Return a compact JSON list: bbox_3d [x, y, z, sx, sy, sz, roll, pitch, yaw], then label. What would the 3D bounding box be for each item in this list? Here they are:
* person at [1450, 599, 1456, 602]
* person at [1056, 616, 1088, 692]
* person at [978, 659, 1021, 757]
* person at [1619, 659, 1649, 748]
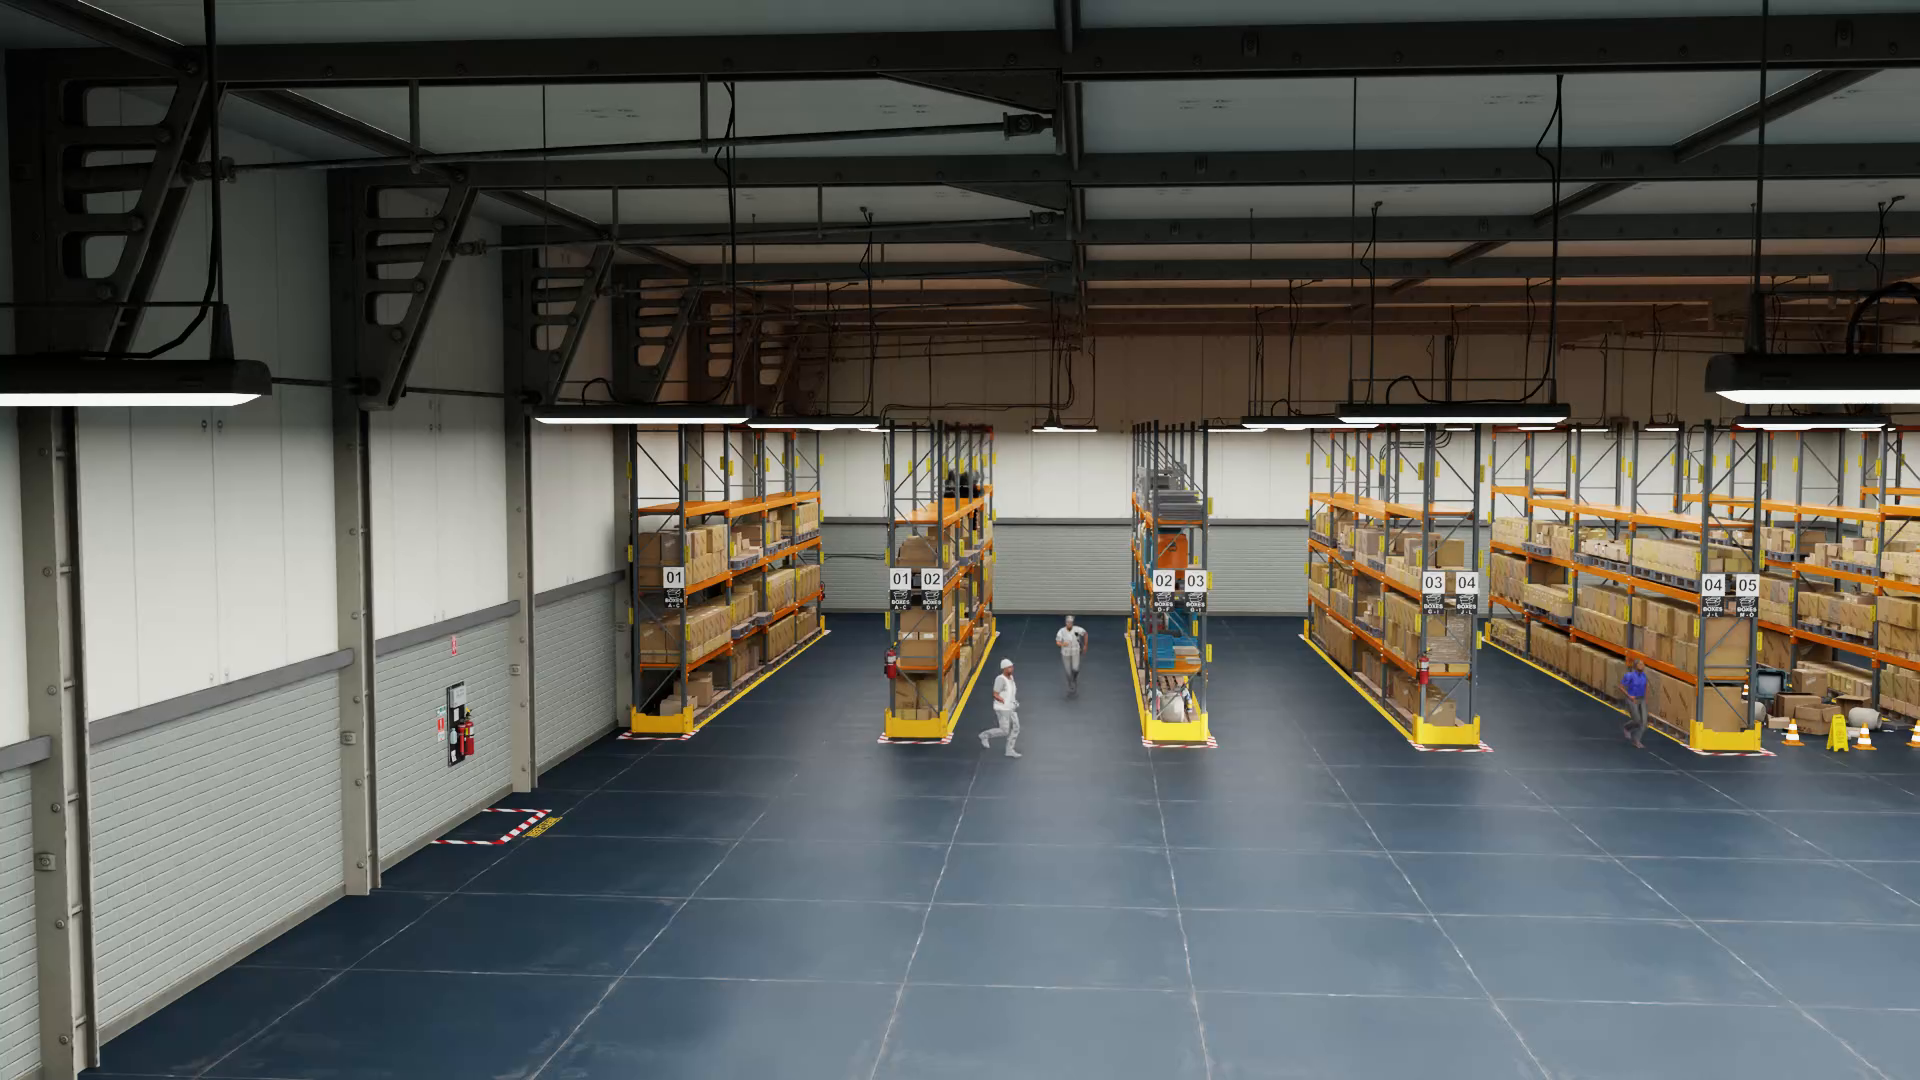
[{"bbox_3d":[13.333,2.102,44.542,0.607,1.629,0.538,1,4,9],"label":"person"},{"bbox_3d":[2.472,2.520,36.744,0.703,1.731,0.748,0,4,4],"label":"person"},{"bbox_3d":[0.730,2.983,29.601,0.789,1.745,0.679,2,4,24],"label":"person"},{"bbox_3d":[12.430,2.995,30.605,0.609,1.633,0.523,-1,4,-14],"label":"person"}]
